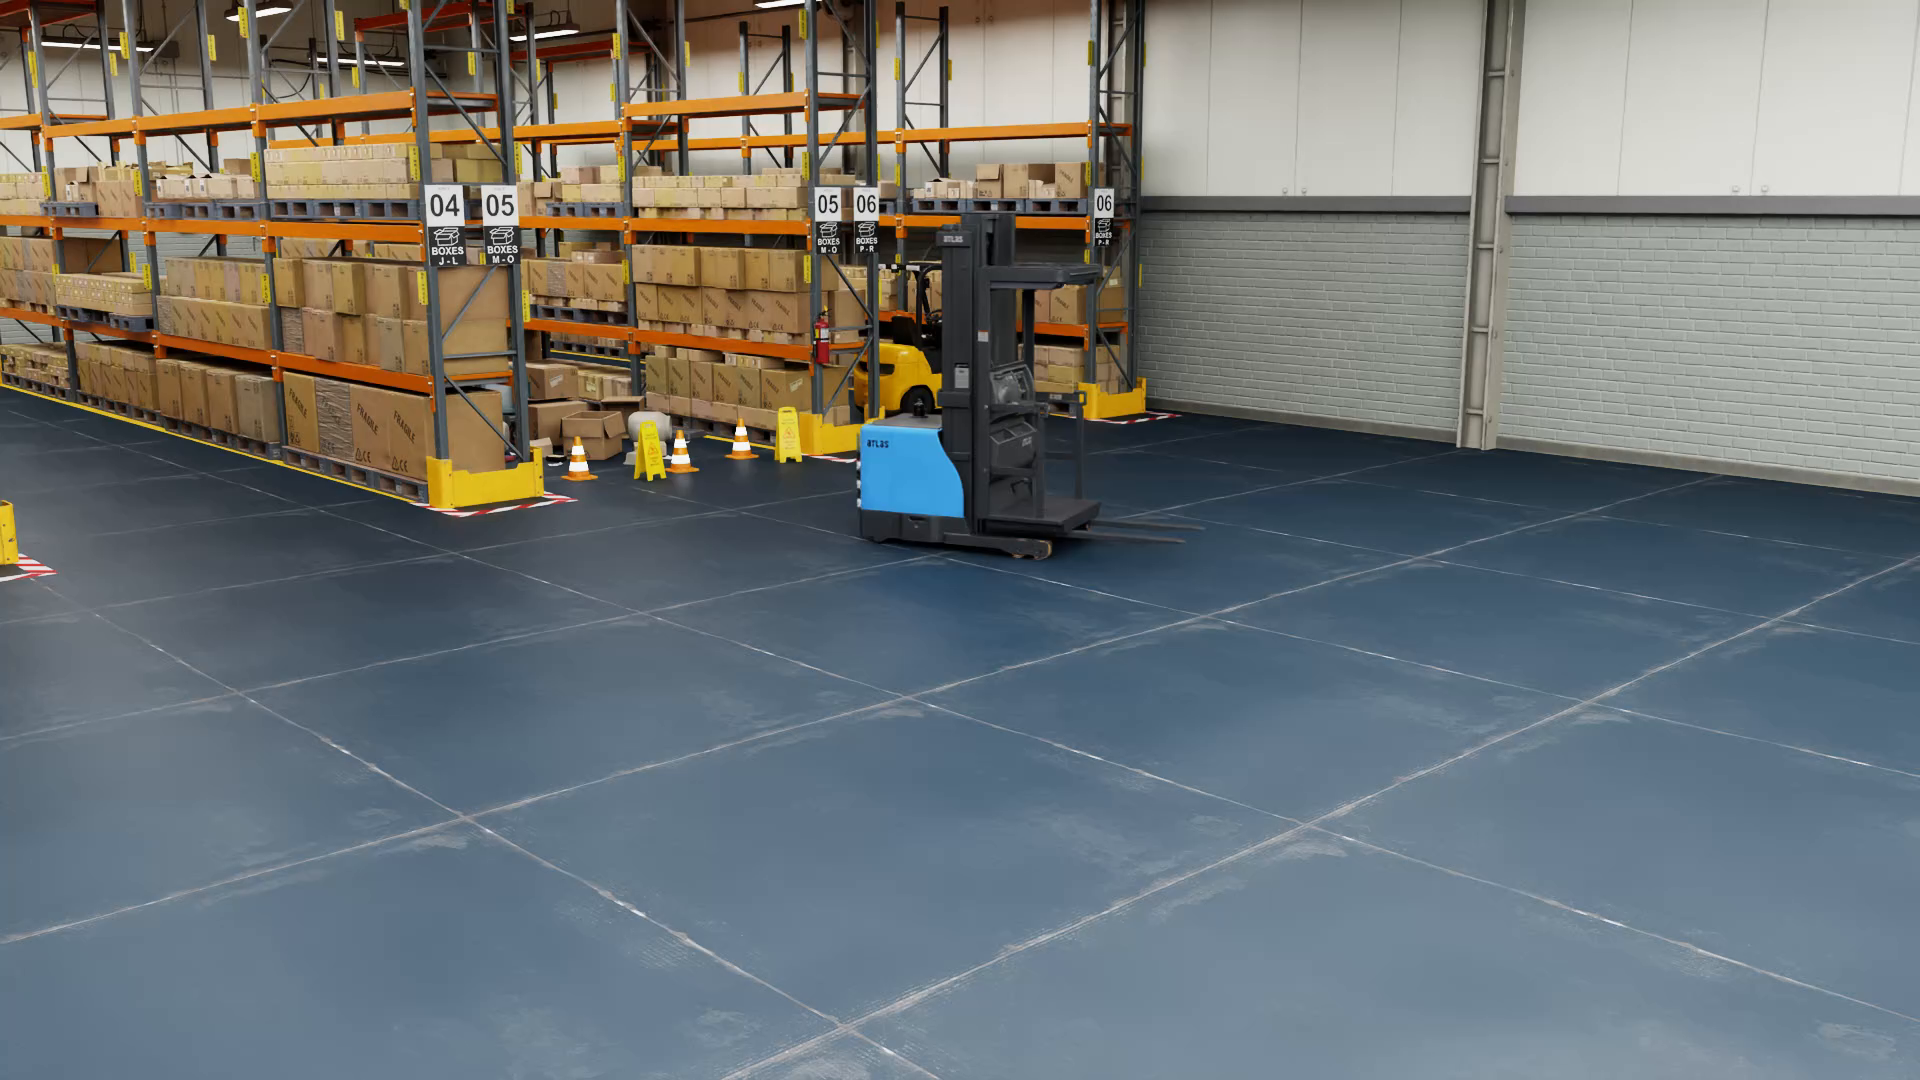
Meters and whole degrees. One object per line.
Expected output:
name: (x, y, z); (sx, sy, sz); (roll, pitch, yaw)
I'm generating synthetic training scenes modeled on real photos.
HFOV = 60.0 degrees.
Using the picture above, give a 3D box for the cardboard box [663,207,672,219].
cardboard box: (-3.741, -4.374, 22.238); (0.380, 0.149, 0.250); (-11, 16, -43)

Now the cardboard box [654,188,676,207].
cardboard box: (-3.702, -4.540, 22.053); (0.500, 0.250, 0.500); (-11, 16, -43)

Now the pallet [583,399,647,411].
pallet: (-4.709, -1.923, 24.058); (1.003, 0.211, 1.213); (-11, 16, -43)

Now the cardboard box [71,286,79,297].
cardboard box: (-12.727, -3.632, 24.288); (0.250, 0.149, 0.380); (11, 16, 43)

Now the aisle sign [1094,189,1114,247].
aisle sign: (2.012, -4.506, 23.245); (0.394, 0.787, 0.004); (-11, 16, -43)

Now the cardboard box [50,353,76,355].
cardboard box: (-14.144, -2.870, 26.297); (0.380, 0.149, 0.250); (-10, 15, -41)

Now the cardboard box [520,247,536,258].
cardboard box: (-7.096, -4.403, 26.464); (0.500, 0.500, 0.500); (11, 16, 43)

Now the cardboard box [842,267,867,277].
cardboard box: (-1.715, -4.398, 27.307); (0.250, 0.149, 0.380); (11, 16, 44)

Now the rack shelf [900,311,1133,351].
rack shelf: (0.798, -3.223, 25.242); (1.077, 0.370, 4.000); (-11, 16, -43)

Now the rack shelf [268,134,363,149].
rack shelf: (-11.076, -7.024, 29.818); (1.077, 0.370, 4.000); (-11, 16, -43)

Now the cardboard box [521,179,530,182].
cardboard box: (-8.745, -7.305, 34.235); (0.500, 0.250, 0.500); (-11, 16, -43)

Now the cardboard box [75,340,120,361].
cardboard box: (-12.886, -2.842, 24.906); (0.500, 0.250, 0.500); (11, 16, 43)

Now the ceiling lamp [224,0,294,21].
ceiling lamp: (-10.698, -9.713, 25.631); (0.800, 3.185, 2.000); (-11, 16, -43)

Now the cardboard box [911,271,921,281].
cardboard box: (-0.553, -4.151, 26.107); (0.380, 0.149, 0.250); (-11, 16, -43)

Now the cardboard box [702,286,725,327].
cardboard box: (-3.004, -3.050, 21.637); (0.500, 0.500, 0.500); (-11, 16, -42)

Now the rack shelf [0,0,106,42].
rack shelf: (-14.587, -8.143, 26.022); (1.077, 0.370, 4.000); (-11, 16, -43)

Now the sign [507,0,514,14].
sign: (-4.513, -5.436, 16.629); (0.100, 0.325, 0.005); (-11, 16, -43)

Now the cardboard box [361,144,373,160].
cardboard box: (-5.925, -3.991, 17.114); (0.380, 0.149, 0.250); (-11, 16, -42)

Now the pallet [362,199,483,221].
pallet: (-5.438, -3.419, 17.198); (1.003, 0.211, 1.213); (-11, 16, -43)

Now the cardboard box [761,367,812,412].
cardboard box: (-2.150, -1.898, 20.943); (0.500, 0.500, 0.500); (-11, 16, -42)

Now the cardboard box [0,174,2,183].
cardboard box: (-15.444, -5.853, 26.939); (0.380, 0.149, 0.250); (-11, 16, -42)

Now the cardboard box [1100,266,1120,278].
cardboard box: (2.102, -3.874, 24.030); (0.380, 0.149, 0.250); (-11, 16, -44)

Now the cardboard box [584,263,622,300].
cardboard box: (-4.999, -3.683, 23.666); (0.500, 0.500, 0.500); (-11, 16, -42)

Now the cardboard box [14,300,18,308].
cardboard box: (-15.350, -3.909, 27.411); (0.380, 0.149, 0.250); (-10, 15, -40)

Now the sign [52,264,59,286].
sign: (-13.593, -3.985, 25.014); (0.100, 0.325, 0.005); (-11, 16, -43)

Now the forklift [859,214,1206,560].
forklift: (0.648, -1.385, 14.707); (3.031, 2.935, 1.130); (5, 13, 23)

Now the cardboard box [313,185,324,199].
cardboard box: (-6.794, -3.785, 18.088); (0.380, 0.149, 0.250); (-11, 16, -43)

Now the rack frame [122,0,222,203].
rack frame: (-10.443, -5.992, 22.035); (1.000, 3.000, 0.127); (-11, 16, -43)

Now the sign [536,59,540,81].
sign: (-6.547, -7.270, 25.726); (0.100, 0.325, 0.005); (-11, 16, -43)

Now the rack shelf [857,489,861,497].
rack shelf: (-0.817, -0.440, 15.768); (0.258, 0.077, 0.200); (-8, 14, -33)

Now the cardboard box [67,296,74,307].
cardboard box: (-12.900, -3.522, 24.494); (0.380, 0.149, 0.250); (-11, 16, -42)

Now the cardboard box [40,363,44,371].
cardboard box: (-14.509, -2.796, 26.673); (0.250, 0.149, 0.380); (11, 16, 42)

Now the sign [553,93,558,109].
sign: (-8.454, -9.166, 34.732); (0.100, 0.325, 0.005); (-11, 16, -43)

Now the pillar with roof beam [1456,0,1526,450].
pillar with roof beam: (3.380, -4.973, 17.088); (9.100, 9.000, 0.400); (-11, 16, -43)

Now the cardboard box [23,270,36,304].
cardboard box: (-14.444, -4.012, 26.307); (0.500, 0.500, 0.500); (-11, 16, -43)

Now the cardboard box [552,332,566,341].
cardboard box: (-7.954, -4.367, 34.167); (0.700, 0.500, 0.500); (-10, 15, -40)

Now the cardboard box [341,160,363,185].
cardboard box: (-6.149, -3.862, 17.472); (0.500, 0.250, 0.500); (-11, 16, -43)

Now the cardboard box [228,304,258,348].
cardboard box: (-8.583, -2.632, 20.343); (0.500, 0.500, 0.500); (-11, 16, -43)

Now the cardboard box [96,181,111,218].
cardboard box: (-11.718, -4.765, 23.262); (0.500, 0.500, 0.500); (-11, 16, -43)

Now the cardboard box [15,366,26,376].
cardboard box: (-15.324, -2.795, 27.408); (0.380, 0.149, 0.250); (-11, 16, -42)

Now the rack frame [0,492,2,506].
rack frame: (-8.575, -1.210, 13.690); (1.000, 3.000, 0.127); (-11, 16, -43)

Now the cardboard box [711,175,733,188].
cardboard box: (-2.938, -4.555, 21.139); (0.380, 0.149, 0.250); (-10, 16, -41)

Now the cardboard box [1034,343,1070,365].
cardboard box: (1.279, -2.729, 24.360); (0.500, 0.250, 0.500); (-11, 16, -42)

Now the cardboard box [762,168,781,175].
cardboard box: (-3.021, -6.084, 28.377); (0.500, 0.500, 0.500); (-11, 16, -42)

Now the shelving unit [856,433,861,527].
shelving unit: (-0.817, -0.561, 15.743); (0.258, 0.900, 0.210); (-8, 14, -33)

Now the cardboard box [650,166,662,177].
cardboard box: (-4.635, -5.234, 23.877); (0.500, 0.250, 0.500); (-11, 16, -44)

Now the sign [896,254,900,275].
sign: (-0.969, -4.318, 26.104); (0.100, 0.325, 0.005); (-11, 16, -43)

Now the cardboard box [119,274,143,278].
cardboard box: (-12.242, -3.865, 24.684); (0.380, 0.149, 0.250); (-11, 16, -43)

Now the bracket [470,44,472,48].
bracket: (-10.623, -10.850, 36.692); (0.235, 0.232, 0.430); (-11, 16, -43)

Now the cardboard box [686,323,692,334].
cardboard box: (-3.415, -2.821, 22.134); (0.380, 0.149, 0.250); (-11, 16, -43)

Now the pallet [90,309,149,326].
pallet: (-11.840, -3.243, 24.034); (1.003, 0.211, 1.213); (-11, 16, -43)

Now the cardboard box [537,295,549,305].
cardboard box: (-6.118, -3.608, 24.912); (0.380, 0.149, 0.250); (-10, 15, -39)

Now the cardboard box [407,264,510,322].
cardboard box: (-5.147, -2.548, 17.138); (0.875, 0.550, 0.550); (-11, 16, -43)

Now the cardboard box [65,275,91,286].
cardboard box: (-12.894, -3.813, 24.430); (0.380, 0.149, 0.250); (-11, 16, -42)
